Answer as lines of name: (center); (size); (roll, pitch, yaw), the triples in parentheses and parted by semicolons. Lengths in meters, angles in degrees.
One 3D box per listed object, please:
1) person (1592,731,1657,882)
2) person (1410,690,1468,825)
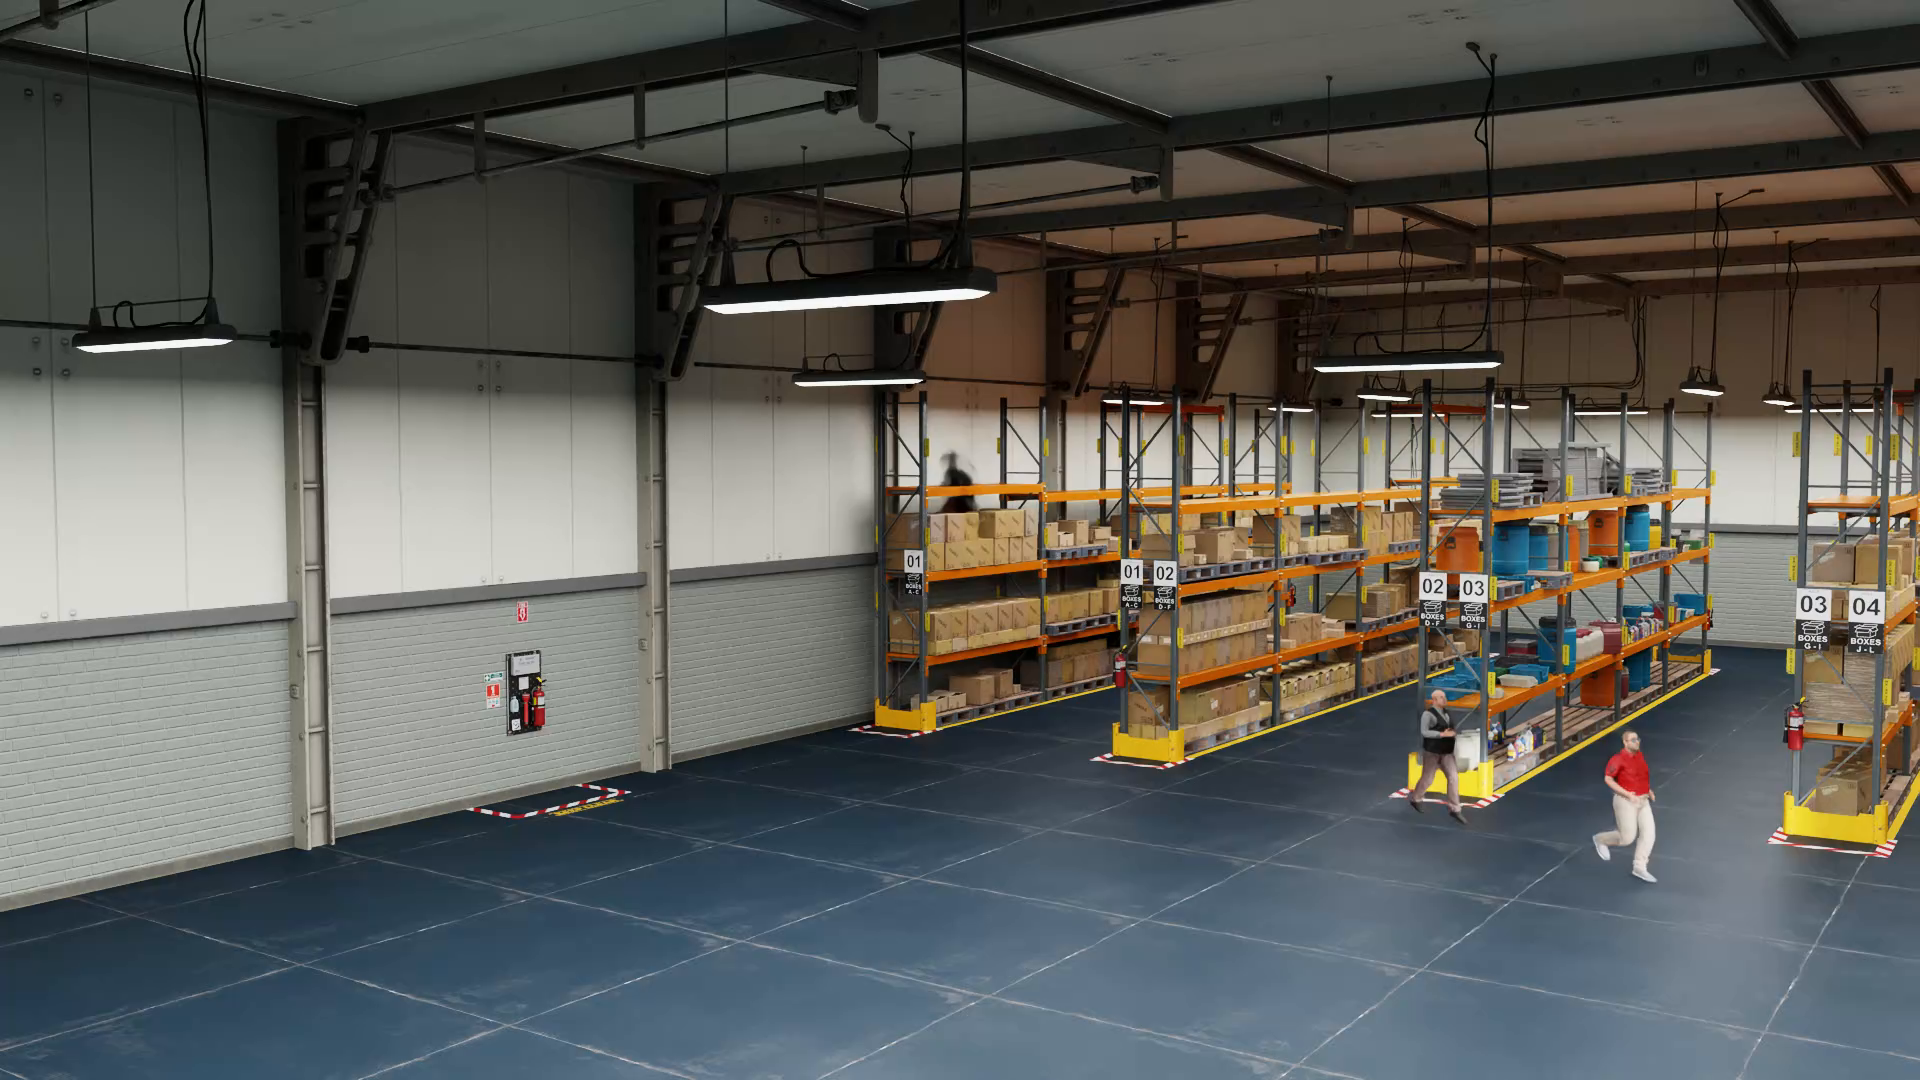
person: (7.840, 3.087, 19.493); (0.673, 1.715, 0.829); (-2, 4, -25)
person: (6.412, 2.877, 22.299); (0.656, 1.745, 0.895); (-1, 3, -24)
